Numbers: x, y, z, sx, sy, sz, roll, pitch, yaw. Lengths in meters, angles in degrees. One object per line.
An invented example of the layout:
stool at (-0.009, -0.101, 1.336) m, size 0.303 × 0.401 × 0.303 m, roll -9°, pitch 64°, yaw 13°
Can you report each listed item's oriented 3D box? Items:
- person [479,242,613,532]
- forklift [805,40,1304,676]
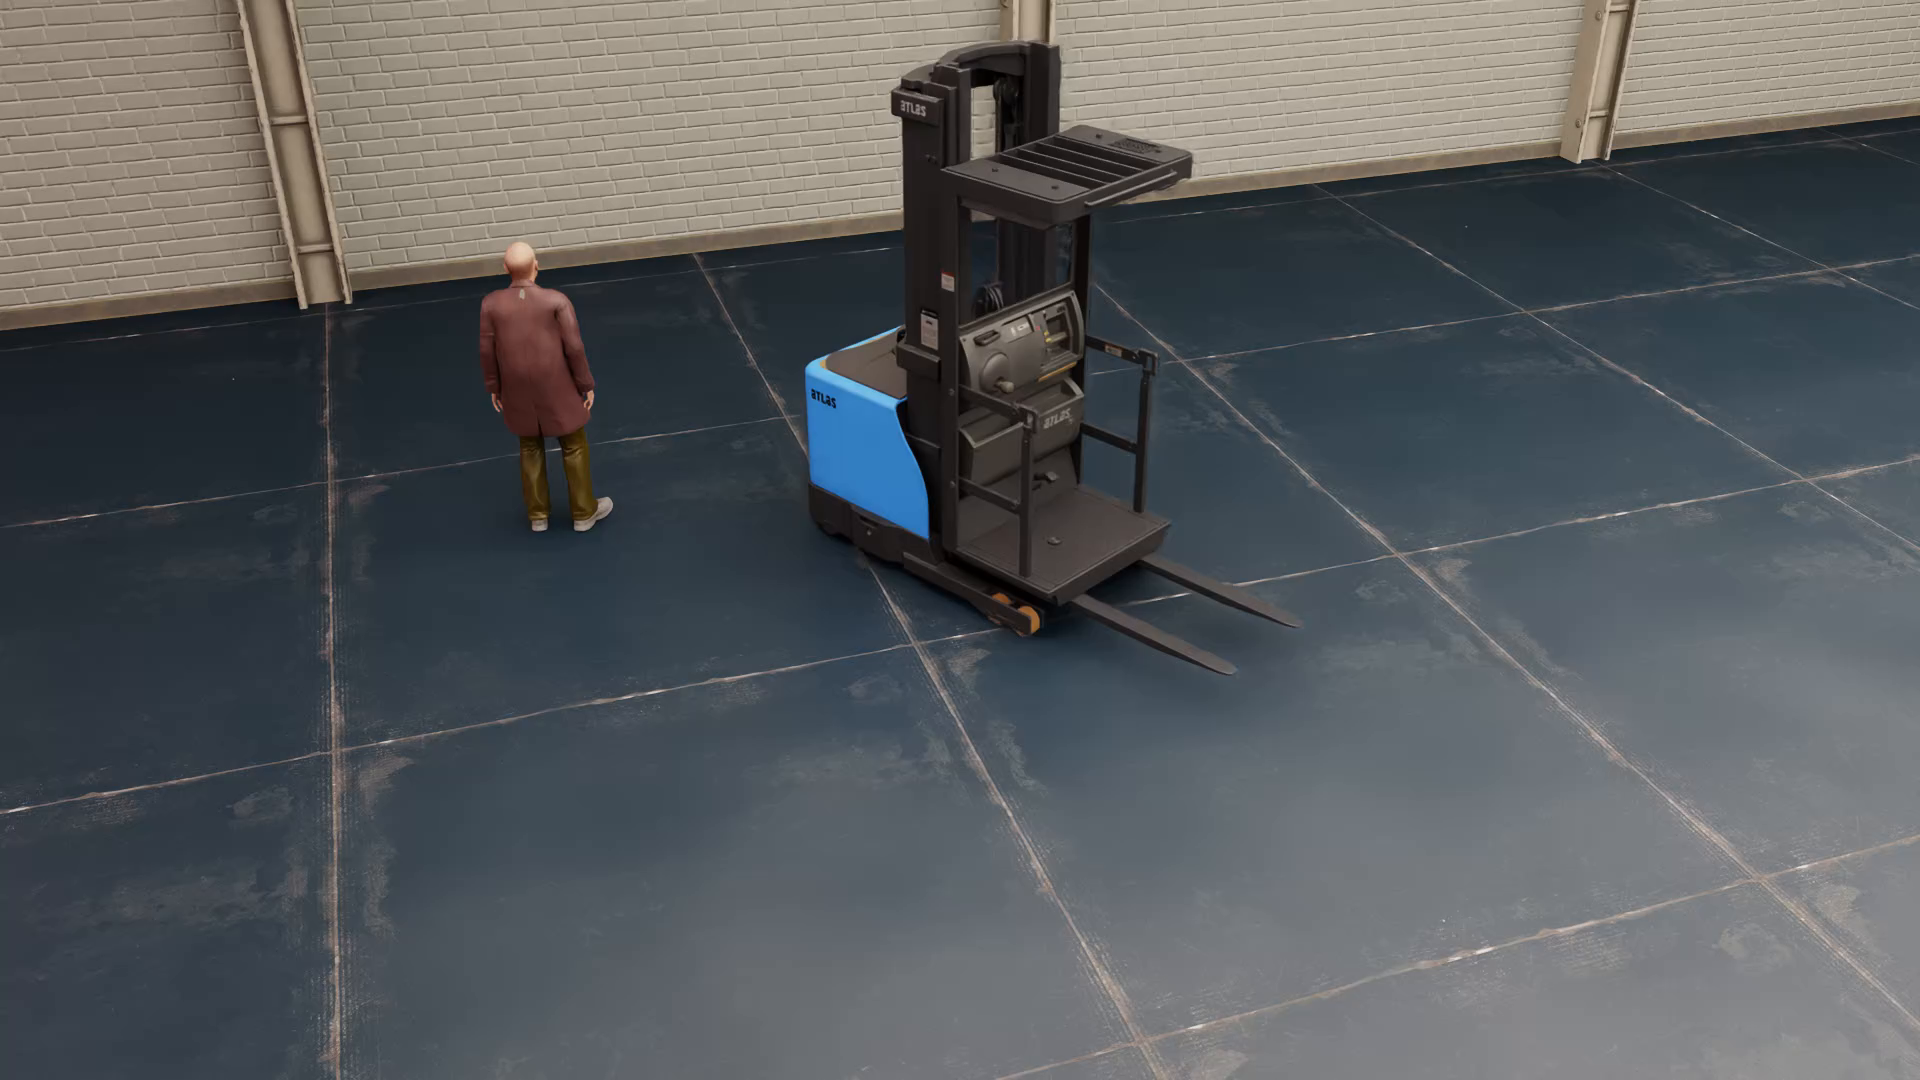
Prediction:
person at (-2.469, -0.886, 9.789) m, size 0.646 × 1.772 × 0.430 m, roll 1°, pitch 30°, yaw 1°
forklift at (0.497, -1.035, 8.886) m, size 3.031 × 2.935 × 1.130 m, roll 25°, pitch 38°, yaw 37°
